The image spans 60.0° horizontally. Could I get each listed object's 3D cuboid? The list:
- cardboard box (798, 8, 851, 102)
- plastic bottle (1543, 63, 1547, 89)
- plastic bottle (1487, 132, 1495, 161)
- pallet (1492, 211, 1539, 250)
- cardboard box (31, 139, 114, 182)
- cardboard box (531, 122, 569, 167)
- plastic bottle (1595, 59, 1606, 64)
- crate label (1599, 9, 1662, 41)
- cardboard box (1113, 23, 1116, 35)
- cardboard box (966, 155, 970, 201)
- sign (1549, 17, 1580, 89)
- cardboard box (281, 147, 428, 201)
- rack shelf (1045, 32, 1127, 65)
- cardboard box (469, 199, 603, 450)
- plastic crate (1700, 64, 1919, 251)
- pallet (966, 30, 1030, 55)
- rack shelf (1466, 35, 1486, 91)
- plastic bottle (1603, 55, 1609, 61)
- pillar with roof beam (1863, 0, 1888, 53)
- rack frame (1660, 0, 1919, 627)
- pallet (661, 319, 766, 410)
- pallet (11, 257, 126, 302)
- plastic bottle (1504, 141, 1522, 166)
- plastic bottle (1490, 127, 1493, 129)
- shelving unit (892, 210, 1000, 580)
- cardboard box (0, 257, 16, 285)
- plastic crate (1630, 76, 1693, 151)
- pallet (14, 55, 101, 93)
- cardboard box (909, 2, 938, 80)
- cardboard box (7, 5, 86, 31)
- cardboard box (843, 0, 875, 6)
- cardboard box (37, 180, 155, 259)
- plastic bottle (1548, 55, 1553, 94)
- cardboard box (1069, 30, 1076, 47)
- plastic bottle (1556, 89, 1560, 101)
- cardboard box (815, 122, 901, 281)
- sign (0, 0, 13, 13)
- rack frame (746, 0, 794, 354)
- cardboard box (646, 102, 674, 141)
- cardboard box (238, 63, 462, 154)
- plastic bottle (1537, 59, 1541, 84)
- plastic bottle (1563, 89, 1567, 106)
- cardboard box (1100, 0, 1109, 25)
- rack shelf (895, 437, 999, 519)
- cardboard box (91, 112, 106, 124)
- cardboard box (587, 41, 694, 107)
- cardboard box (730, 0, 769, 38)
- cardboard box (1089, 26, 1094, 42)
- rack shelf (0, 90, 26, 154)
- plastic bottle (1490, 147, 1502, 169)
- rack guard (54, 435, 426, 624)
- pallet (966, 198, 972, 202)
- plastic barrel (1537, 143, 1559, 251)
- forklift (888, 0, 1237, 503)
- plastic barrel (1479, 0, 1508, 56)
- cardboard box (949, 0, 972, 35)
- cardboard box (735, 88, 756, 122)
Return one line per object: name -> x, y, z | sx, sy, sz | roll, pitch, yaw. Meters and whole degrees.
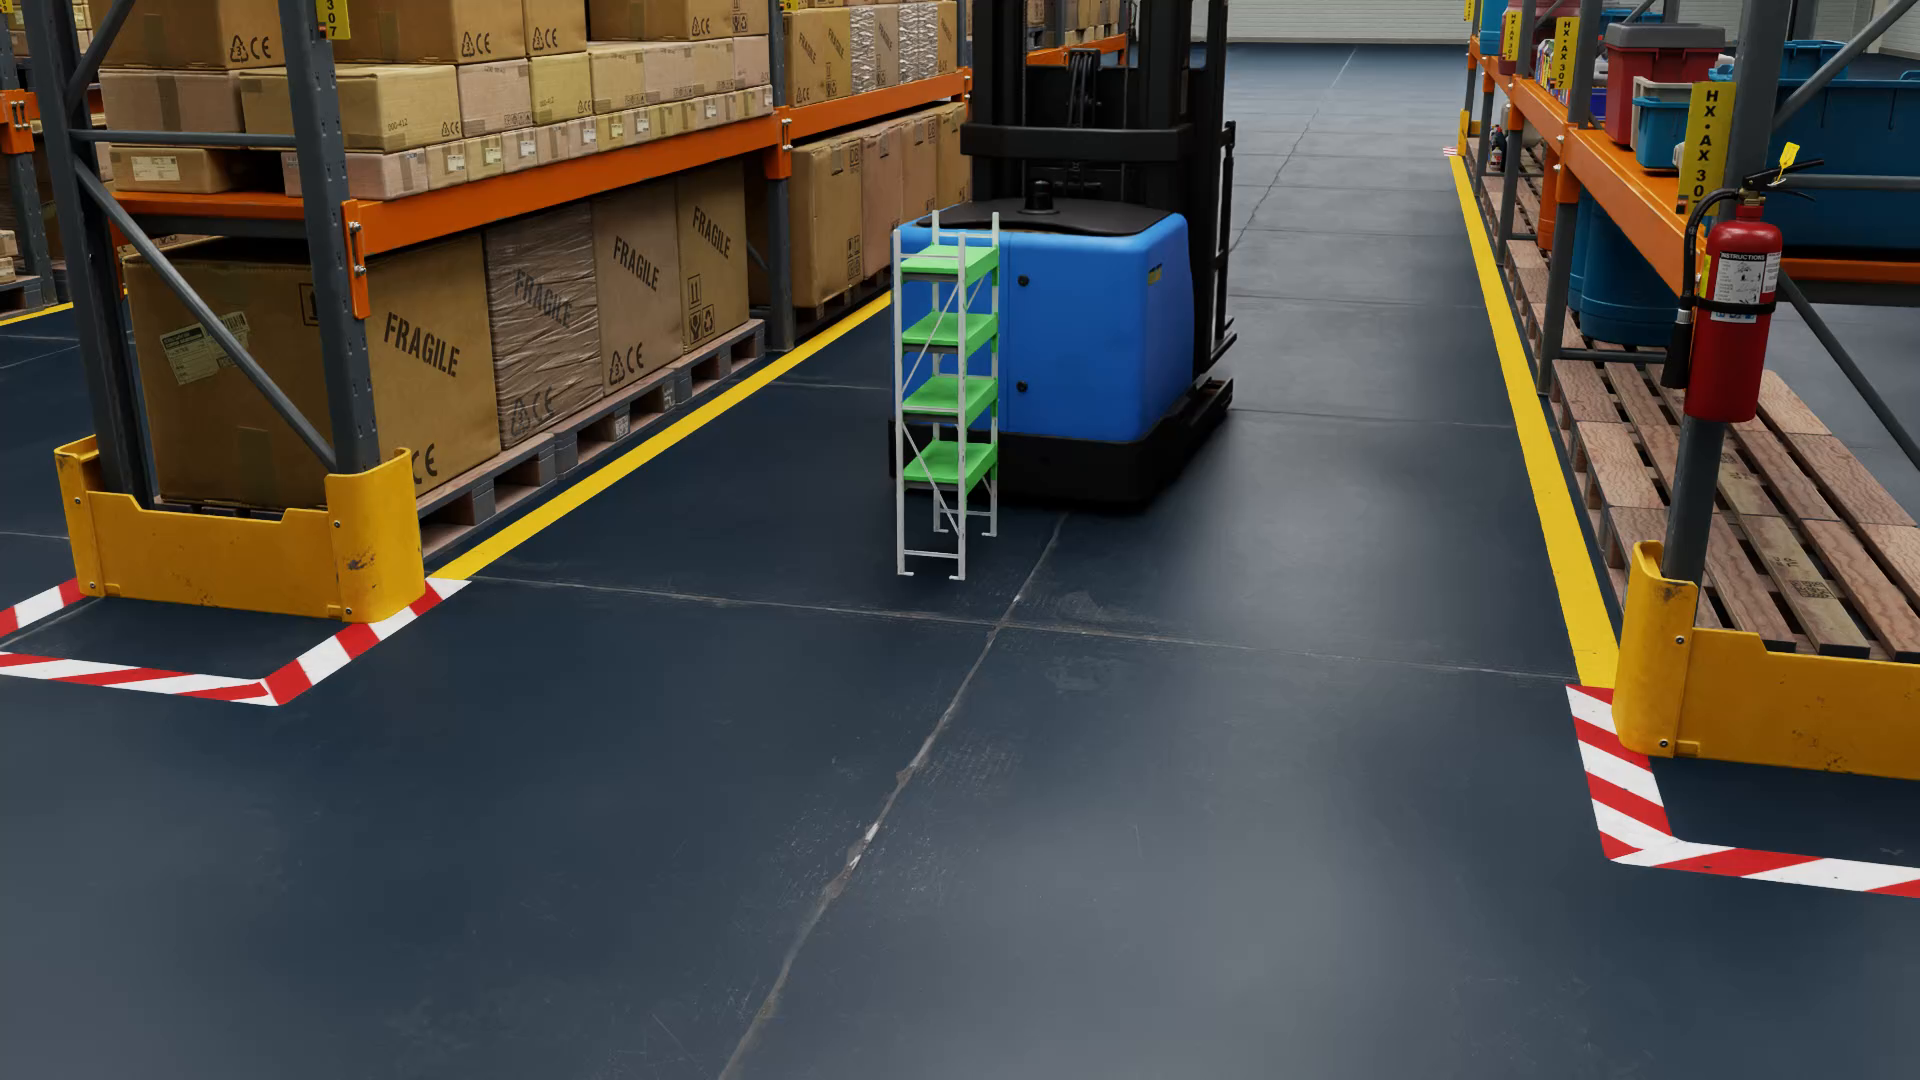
cardboard box -> -0.951, -2.834, 9.688 | 0.500, 0.500, 0.500 | 5, 19, 13
plastic bottle -> 3.732, -2.942, 10.467 | 0.097, 0.201, 0.097 | 0, 19, 0
plastic bottle -> 5.254, -3.882, 16.435 | 0.061, 0.283, 0.133 | 6, 20, 17
pallet -> 4.579, -2.287, 12.557 | 1.003, 0.211, 1.213 | 5, 19, 13
cardboard box -> -5.776, -2.509, 10.950 | 0.500, 0.250, 0.500 | 4, 19, 11
cardboard box -> -1.749, -1.539, 6.442 | 0.380, 0.149, 0.250 | 4, 19, 12
plastic bottle -> 3.247, -2.318, 8.525 | 0.152, 0.276, 0.135 | 5, 19, 13
crate label -> 4.857, -3.674, 12.248 | 0.502, 0.435, 0.616 | 5, 19, 13
cardboard box -> 1.634, -6.041, 19.622 | 0.380, 0.149, 0.250 | 5, 19, 13
cardboard box -> -0.306, -2.995, 13.502 | 0.700, 0.500, 0.500 | 4, 19, 10
sign -> 2.842, -2.288, 7.818 | 0.100, 0.325, 0.005 | 5, 19, 13
cardboard box -> -1.999, -1.217, 5.498 | 0.380, 0.149, 0.250 | 5, 19, 14
rack shelf -> 1.015, -5.298, 18.171 | 1.077, 0.370, 4.000 | 5, 19, 13
cardboard box -> -2.104, -0.936, 6.925 | 0.875, 0.875, 0.875 | 5, 19, 13
plastic crate -> 2.298, -1.024, 4.398 | 0.616, 0.435, 0.499 | 5, 19, 13
pallet -> -0.007, -4.291, 14.406 | 1.003, 0.211, 1.213 | 5, 19, 13
rack shelf -> 5.818, -4.907, 17.026 | 1.077, 0.370, 4.000 | 5, 19, 13
plastic bottle -> 3.528, -2.512, 9.100 | 0.097, 0.271, 0.097 | 0, 19, 0
pillar with roof beam -> 19.737, -17.386, 43.167 | 9.100, 9.000, 0.400 | 5, 19, 13
rack frame -> 2.397, -0.859, 4.063 | 1.000, 3.000, 0.127 | 5, 19, 13
pallet -> -1.690, -0.953, 8.650 | 1.003, 0.211, 1.213 | 5, 19, 13
pallet -> -6.024, -1.852, 11.284 | 1.003, 0.211, 1.213 | 5, 19, 13
plastic bottle -> 5.347, -3.788, 16.056 | 0.144, 0.351, 0.185 | 5, 19, 13
plastic bottle -> 5.453, -4.109, 17.117 | 0.097, 0.271, 0.097 | 0, 19, 0
shelving unit -> -0.040, -0.516, 5.842 | 0.258, 1.200, 0.503 | 5, 19, 13
cardboard box -> -5.978, -1.627, 10.073 | 0.380, 0.149, 0.250 | 5, 19, 14
plastic crate -> 2.823, -1.621, 6.384 | 0.437, 0.282, 0.530 | 5, 19, 13
pallet -> -5.885, -3.065, 10.817 | 1.003, 0.211, 1.213 | 5, 19, 13
cardboard box -> -0.459, -3.475, 11.567 | 0.500, 0.500, 0.500 | 4, 19, 13
cardboard box -> -5.671, -3.235, 10.298 | 0.380, 0.149, 0.250 | 5, 19, 14
cardboard box -> -0.964, -3.637, 10.489 | 0.797, 0.503, 0.637 | 5, 20, 15
cardboard box -> -5.775, -2.154, 11.071 | 0.500, 0.500, 0.500 | 5, 20, 16
plastic bottle -> 3.606, -2.843, 10.051 | 0.061, 0.283, 0.133 | 5, 19, 13
cardboard box -> 0.944, -5.014, 16.615 | 0.380, 0.149, 0.250 | 5, 19, 13
plastic bottle -> 3.472, -2.671, 9.546 | 0.061, 0.283, 0.133 | 5, 19, 13
cardboard box -> -1.074, -2.180, 10.566 | 1.225, 0.875, 0.875 | 4, 19, 11
sign -> -5.685, -3.297, 9.860 | 0.100, 0.325, 0.005 | 5, 19, 13
rack frame -> -1.428, -2.504, 8.879 | 1.000, 3.000, 0.127 | 5, 19, 13
cardboard box -> -1.499, -1.861, 7.384 | 0.380, 0.149, 0.250 | 4, 19, 13
cardboard box -> -2.026, -1.449, 5.562 | 0.500, 0.250, 0.500 | 4, 19, 12
plastic bottle -> 3.854, -3.098, 10.924 | 0.097, 0.201, 0.097 | 0, 19, 0
plastic bottle -> 3.403, -2.518, 9.111 | 0.152, 0.276, 0.135 | 5, 19, 13
cardboard box -> 1.173, -5.964, 18.392 | 0.875, 0.500, 0.500 | 5, 19, 13
rack shelf -> -0.040, -0.228, 5.940 | 0.258, 0.148, 0.480 | 5, 19, 13
cardboard box -> -9.381, -4.359, 17.726 | 0.950, 0.372, 0.625 | 6, 20, 17
cardboard box -> -1.530, -2.093, 7.445 | 0.500, 0.250, 0.500 | 5, 20, 14
cardboard box -> -1.281, -2.764, 8.250 | 0.500, 0.500, 0.500 | 5, 20, 15
cardboard box -> 1.224, -5.408, 17.768 | 0.380, 0.149, 0.250 | 5, 19, 13
rack shelf -> -6.702, -1.960, 8.399 | 1.077, 0.370, 4.000 | 5, 19, 13
plastic bottle -> 5.116, -3.643, 15.861 | 0.097, 0.201, 0.097 | 0, 19, 0
rack guard -> -2.411, -0.060, 5.590 | 1.175, 0.500, 0.348 | 5, 19, 13
pallet -> -0.258, -2.683, 13.717 | 1.003, 0.211, 1.213 | 5, 19, 13
plastic barrel -> 4.249, -2.384, 11.234 | 0.600, 0.830, 0.708 | 5, 19, 13
forklift -> 0.674, -1.969, 7.419 | 1.130, 2.935, 3.031 | 6, 20, 18
plastic barrel -> 4.941, -4.761, 14.709 | 0.600, 0.901, 0.708 | 5, 19, 13
cardboard box -> -0.318, -4.359, 13.505 | 0.700, 0.500, 0.500 | 8, 20, 21
cardboard box -> -1.248, -2.183, 8.327 | 0.380, 0.149, 0.250 | 5, 19, 14
